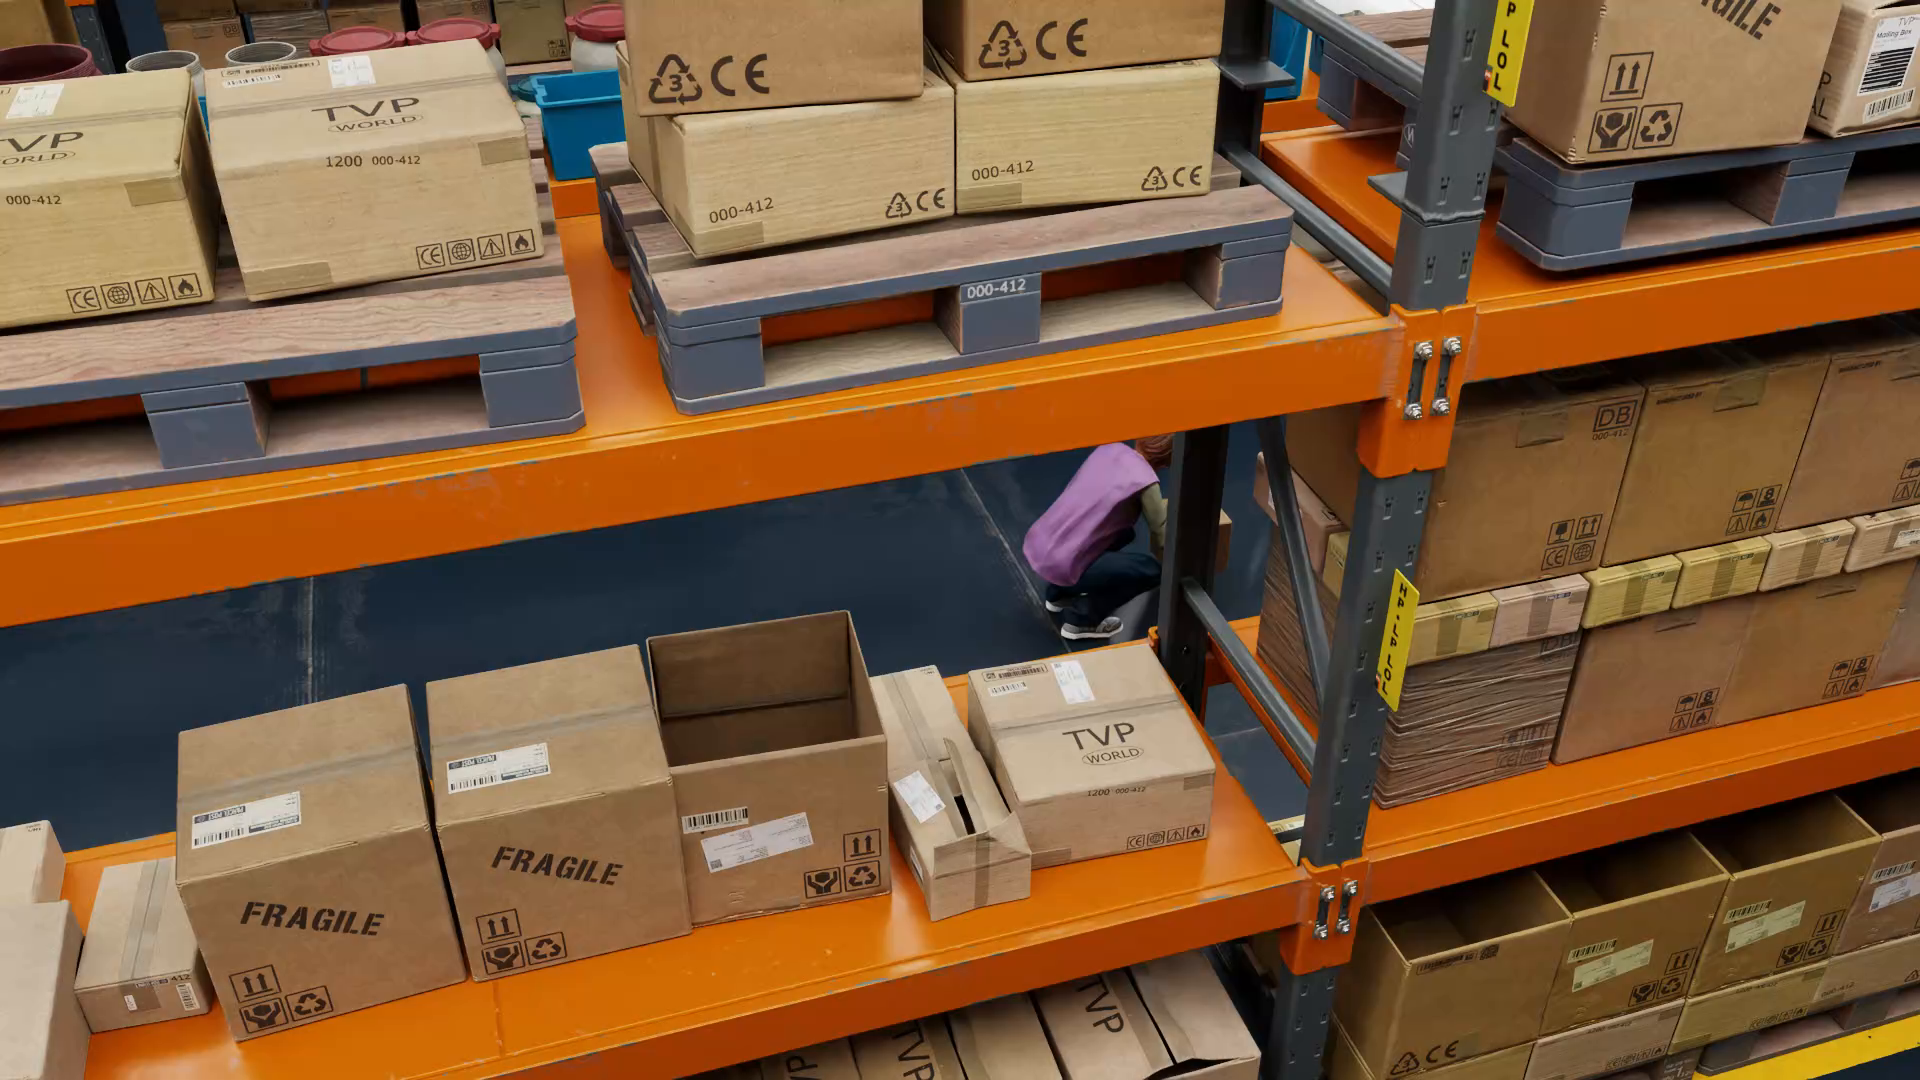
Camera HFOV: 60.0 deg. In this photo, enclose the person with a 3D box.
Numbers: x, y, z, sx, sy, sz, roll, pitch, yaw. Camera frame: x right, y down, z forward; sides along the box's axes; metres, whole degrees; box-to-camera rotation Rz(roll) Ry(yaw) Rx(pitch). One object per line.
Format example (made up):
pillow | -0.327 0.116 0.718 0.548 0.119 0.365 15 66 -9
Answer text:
person | 0.653 -0.048 6.865 0.810 0.881 0.448 -10 36 -15
